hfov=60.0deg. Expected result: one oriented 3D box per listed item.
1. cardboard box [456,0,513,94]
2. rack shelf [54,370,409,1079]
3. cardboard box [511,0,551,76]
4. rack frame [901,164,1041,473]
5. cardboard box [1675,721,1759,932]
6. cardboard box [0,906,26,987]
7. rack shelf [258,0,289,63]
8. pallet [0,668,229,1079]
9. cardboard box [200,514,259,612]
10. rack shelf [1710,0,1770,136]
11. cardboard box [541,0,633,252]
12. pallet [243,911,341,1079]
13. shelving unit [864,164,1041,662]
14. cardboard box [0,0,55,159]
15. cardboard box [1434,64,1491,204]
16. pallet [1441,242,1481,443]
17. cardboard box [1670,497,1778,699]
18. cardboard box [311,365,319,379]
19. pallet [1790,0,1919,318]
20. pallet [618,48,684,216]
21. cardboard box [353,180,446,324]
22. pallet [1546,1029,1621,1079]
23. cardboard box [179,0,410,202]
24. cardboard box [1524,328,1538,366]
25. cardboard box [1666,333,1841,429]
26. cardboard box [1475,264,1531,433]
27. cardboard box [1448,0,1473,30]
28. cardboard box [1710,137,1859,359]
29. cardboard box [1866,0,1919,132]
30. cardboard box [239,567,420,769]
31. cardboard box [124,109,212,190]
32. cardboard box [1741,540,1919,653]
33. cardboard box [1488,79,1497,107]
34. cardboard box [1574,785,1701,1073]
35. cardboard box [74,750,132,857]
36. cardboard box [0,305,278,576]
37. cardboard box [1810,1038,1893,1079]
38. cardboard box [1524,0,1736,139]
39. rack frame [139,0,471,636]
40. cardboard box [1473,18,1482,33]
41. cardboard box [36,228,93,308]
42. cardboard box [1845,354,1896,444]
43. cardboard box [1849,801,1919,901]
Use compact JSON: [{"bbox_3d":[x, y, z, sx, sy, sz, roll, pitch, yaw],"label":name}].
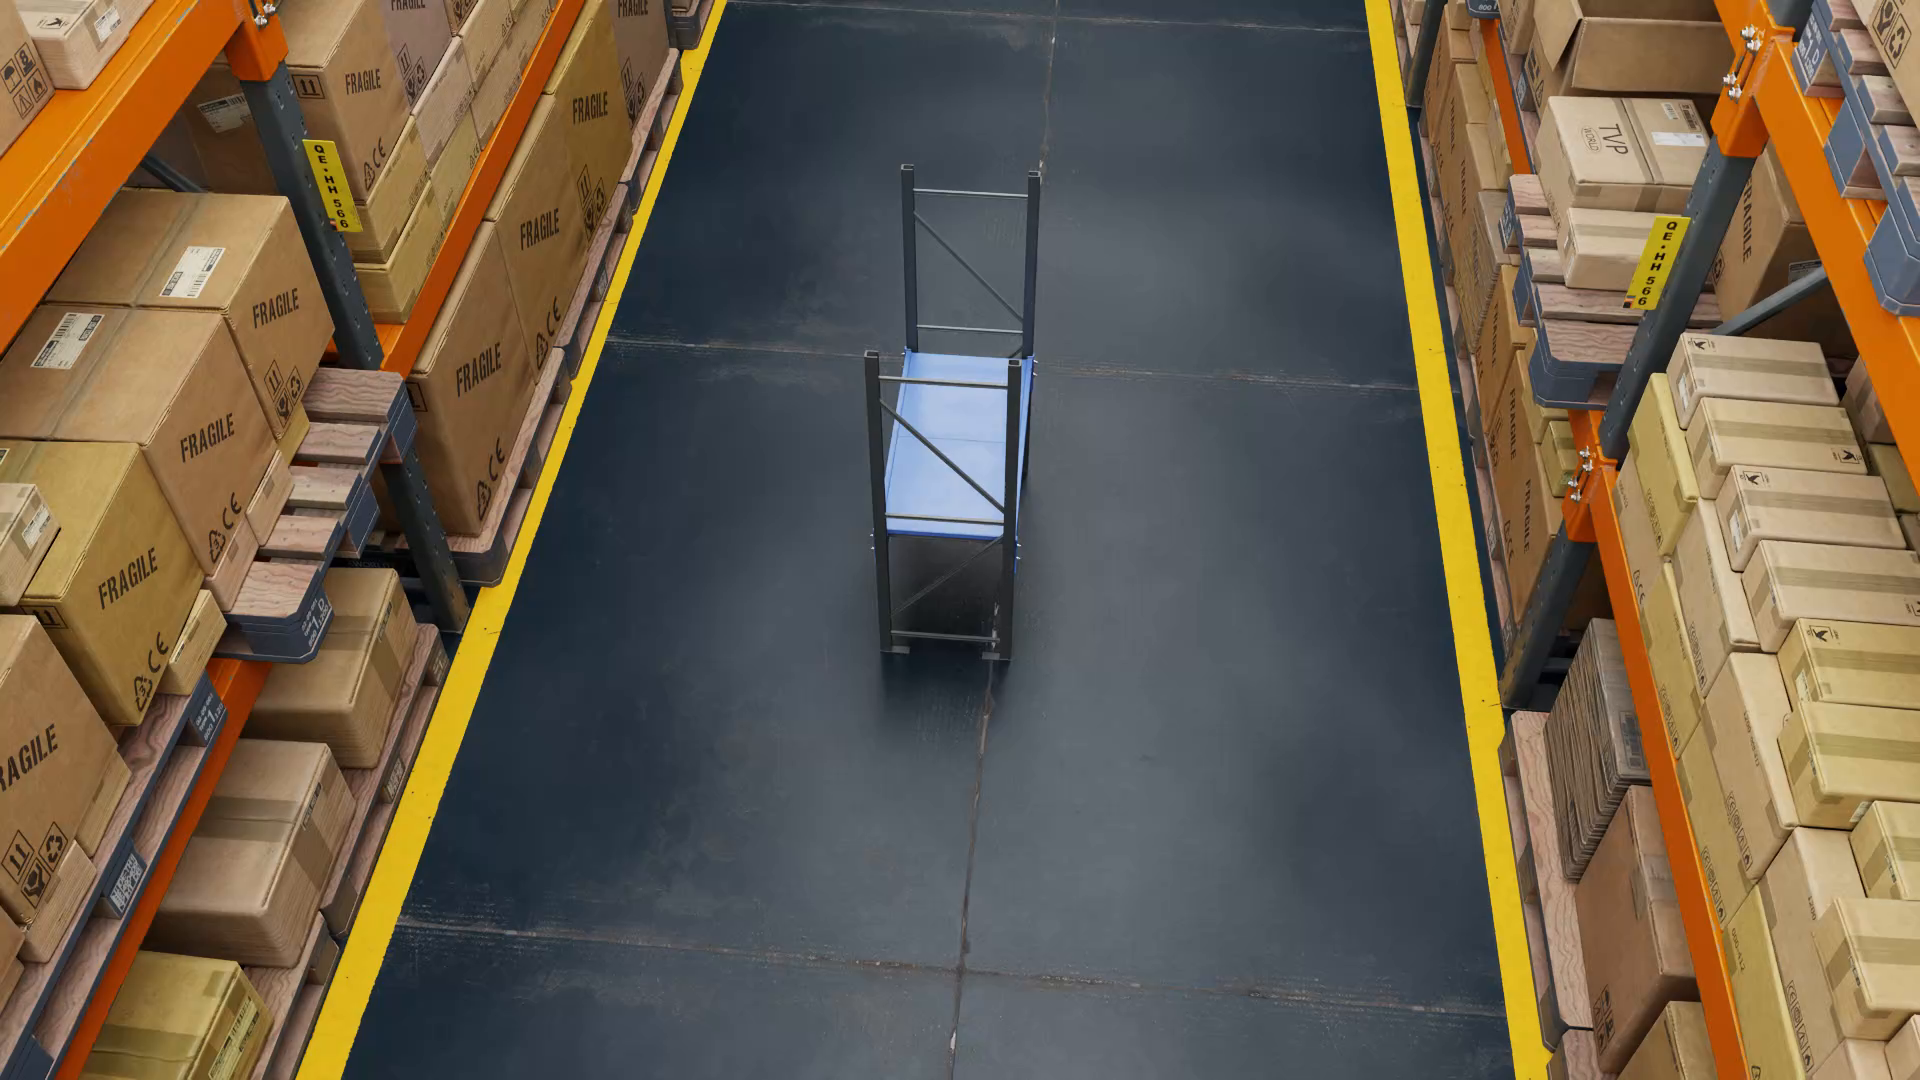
[{"bbox_3d":[-2.022,-1.941,6.281,0.500,0.250,0.500,4,48,3],"label":"cardboard box"},{"bbox_3d":[-2.602,0.990,4.325,1.077,0.370,4.000,4,48,4],"label":"rack shelf"},{"bbox_3d":[-2.001,-2.141,6.803,0.500,0.250,0.500,4,48,4],"label":"cardboard box"},{"bbox_3d":[0.039,-0.817,6.507,0.500,1.500,0.032,4,48,4],"label":"rack frame"},{"bbox_3d":[2.149,0.718,4.188,0.500,0.250,0.500,2,48,2],"label":"cardboard box"},{"bbox_3d":[-2.353,0.886,3.379,0.500,0.500,0.500,4,48,3],"label":"cardboard box"},{"bbox_3d":[-2.238,-2.961,5.906,1.077,0.370,4.000,4,48,4],"label":"rack shelf"},{"bbox_3d":[-2.560,0.800,4.141,1.003,0.211,1.213,4,48,4],"label":"pallet"},{"bbox_3d":[-2.177,0.052,4.581,0.380,0.149,0.250,2,48,2],"label":"cardboard box"},{"bbox_3d":[2.706,-2.630,5.604,1.077,0.370,4.000,4,48,4],"label":"rack shelf"},{"bbox_3d":[-2.107,-1.961,7.692,0.875,0.875,0.875,5,48,5],"label":"cardboard box"},{"bbox_3d":[-2.607,1.687,5.090,1.003,0.211,1.213,4,48,4],"label":"pallet"},{"bbox_3d":[-0.008,-0.443,6.165,0.538,1.500,1.048,4,48,4],"label":"shelving unit"},{"bbox_3d":[-2.516,-1.072,3.623,0.700,0.500,0.500,4,48,4],"label":"cardboard box"},{"bbox_3d":[2.581,-1.896,7.887,0.500,0.500,0.500,3,48,3],"label":"cardboard box"},{"bbox_3d":[2.743,-0.890,7.447,1.003,0.211,1.213,4,48,4],"label":"pallet"},{"bbox_3d":[2.193,0.168,4.352,0.500,0.250,0.500,5,48,5],"label":"cardboard box"},{"bbox_3d":[-2.216,-0.522,5.106,0.380,0.149,0.250,5,48,5],"label":"cardboard box"},{"bbox_3d":[2.550,-0.835,3.602,1.213,0.211,1.003,6,48,5],"label":"pallet"},{"bbox_3d":[-2.051,-2.148,8.598,1.003,0.211,1.213,4,48,4],"label":"pallet"},{"bbox_3d":[-2.125,-1.014,5.772,0.500,0.250,0.500,3,48,3],"label":"cardboard box"},{"bbox_3d":[2.296,2.047,4.761,1.003,0.211,1.213,4,48,4],"label":"pallet"},{"bbox_3d":[-2.132,-1.439,5.314,0.500,0.500,0.500,2,48,2],"label":"cardboard box"},{"bbox_3d":[2.378,-0.681,6.336,0.380,0.149,0.250,2,48,2],"label":"cardboard box"},{"bbox_3d":[2.201,-0.429,4.628,0.380,0.149,0.250,5,48,5],"label":"cardboard box"},{"bbox_3d":[2.449,-0.766,6.853,0.500,0.500,0.500,6,48,5],"label":"cardboard box"},{"bbox_3d":[2.590,-2.602,8.092,0.380,0.149,0.250,6,48,5],"label":"cardboard box"},{"bbox_3d":[2.726,-0.934,5.245,0.500,0.500,0.500,6,48,5],"label":"cardboard box"},{"bbox_3d":[2.215,-1.097,3.293,0.500,0.500,0.500,4,48,4],"label":"cardboard box"},{"bbox_3d":[-2.482,0.438,5.839,0.950,0.372,0.625,1,48,1],"label":"cardboard box"},{"bbox_3d":[-2.634,-1.491,5.361,0.500,0.500,0.500,3,48,2],"label":"cardboard box"},{"bbox_3d":[2.169,0.151,4.098,0.380,0.149,0.250,4,48,4],"label":"cardboard box"},{"bbox_3d":[2.618,-2.001,7.543,0.380,0.149,0.250,3,48,3],"label":"cardboard box"},{"bbox_3d":[2.401,1.207,4.964,0.875,0.625,0.625,5,48,5],"label":"cardboard box"},{"bbox_3d":[-2.278,0.622,4.060,0.380,0.149,0.250,2,48,2],"label":"cardboard box"},{"bbox_3d":[-2.221,-0.265,4.431,0.500,0.500,0.500,3,48,3],"label":"cardboard box"},{"bbox_3d":[2.041,1.298,3.318,0.500,0.250,0.500,5,48,4],"label":"cardboard box"},{"bbox_3d":[2.488,-1.779,6.016,0.797,0.503,0.637,3,48,3],"label":"cardboard box"},{"bbox_3d":[-2.420,-0.722,5.404,1.000,3.000,0.127,4,48,4],"label":"rack frame"},{"bbox_3d":[2.614,-2.508,7.805,0.380,0.149,0.250,2,48,2],"label":"cardboard box"},{"bbox_3d":[-2.692,-0.683,4.814,0.500,0.500,0.500,3,48,2],"label":"cardboard box"},{"bbox_3d":[2.695,-0.391,4.593,0.380,0.149,0.250,5,48,5],"label":"cardboard box"},{"bbox_3d":[2.166,0.718,3.580,0.380,0.149,0.250,4,48,4],"label":"cardboard box"}]
